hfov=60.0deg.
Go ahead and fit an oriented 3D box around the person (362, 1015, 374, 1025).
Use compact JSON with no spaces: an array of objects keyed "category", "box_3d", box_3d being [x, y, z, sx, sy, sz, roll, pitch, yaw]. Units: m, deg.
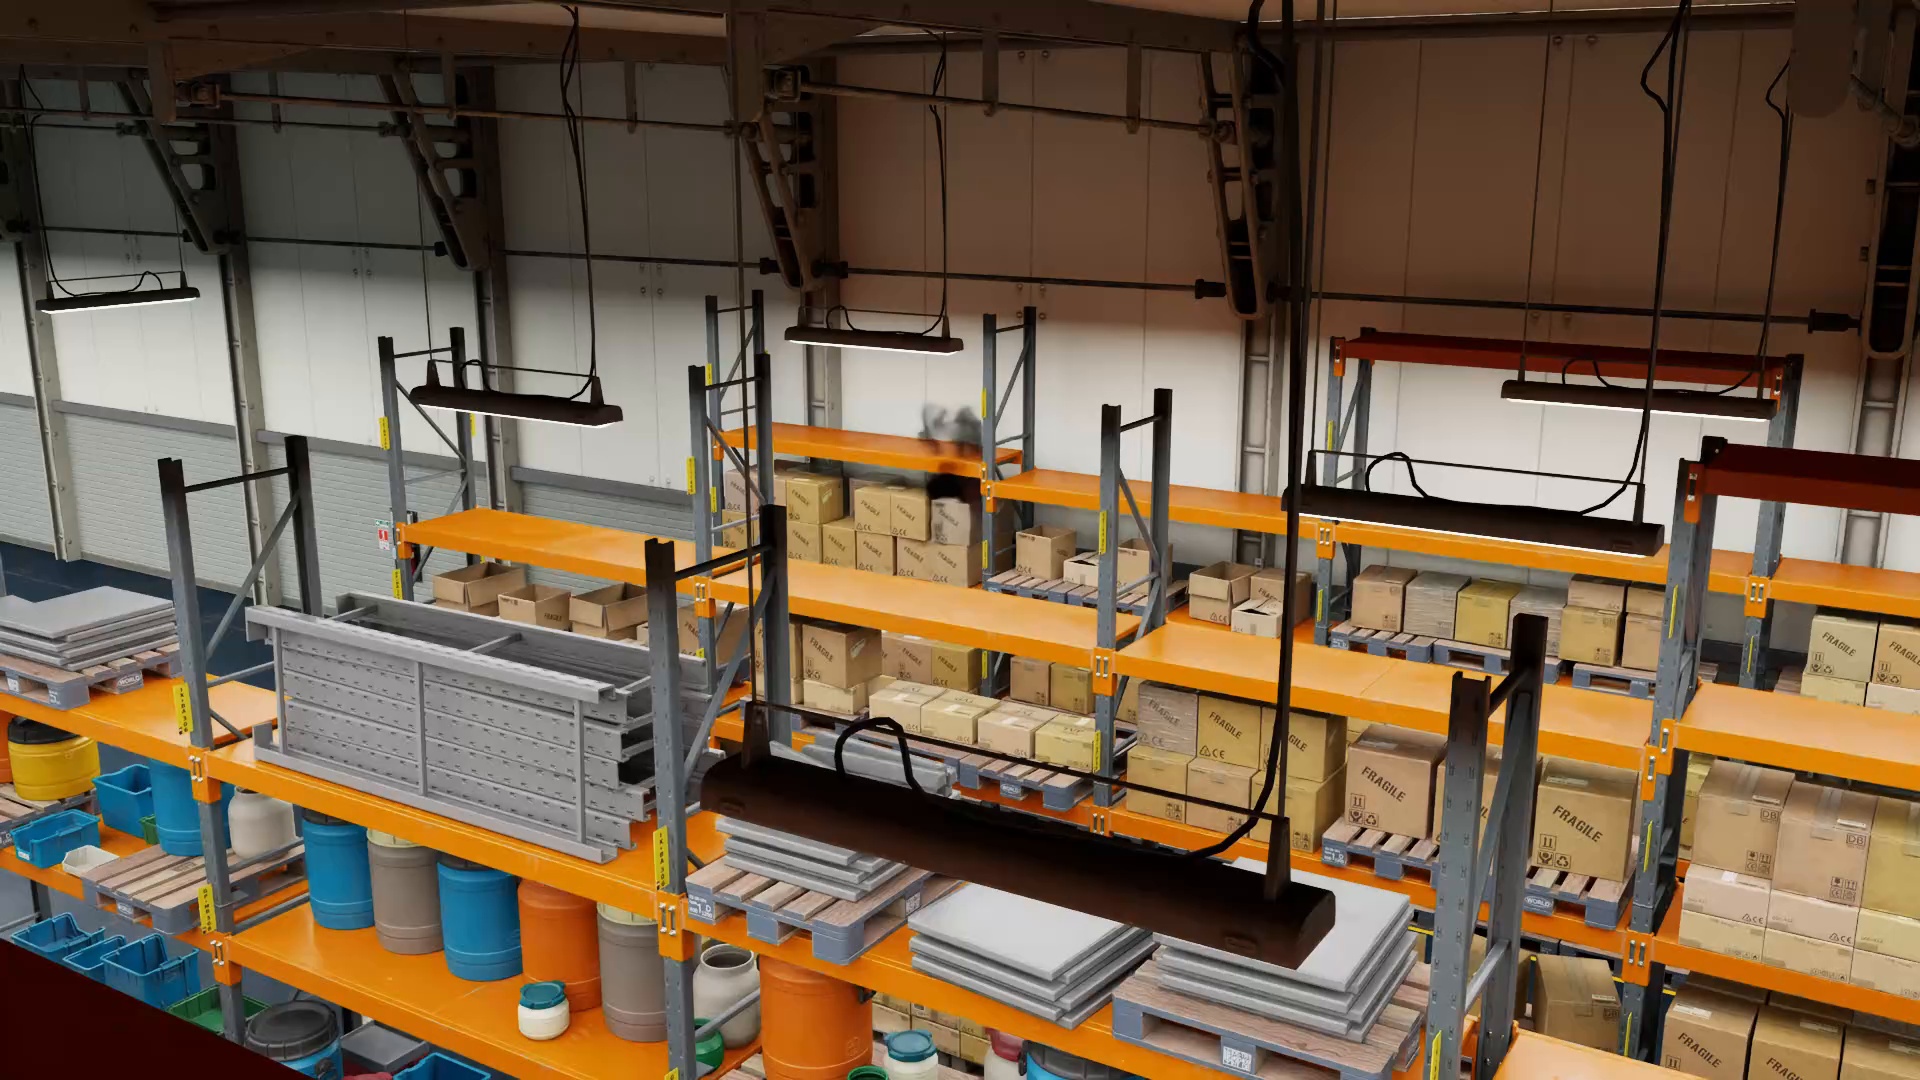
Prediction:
[{"category":"person","box_3d":[-4.727,3.929,13.668,0.796,1.758,0.671,9,17,33]}]
